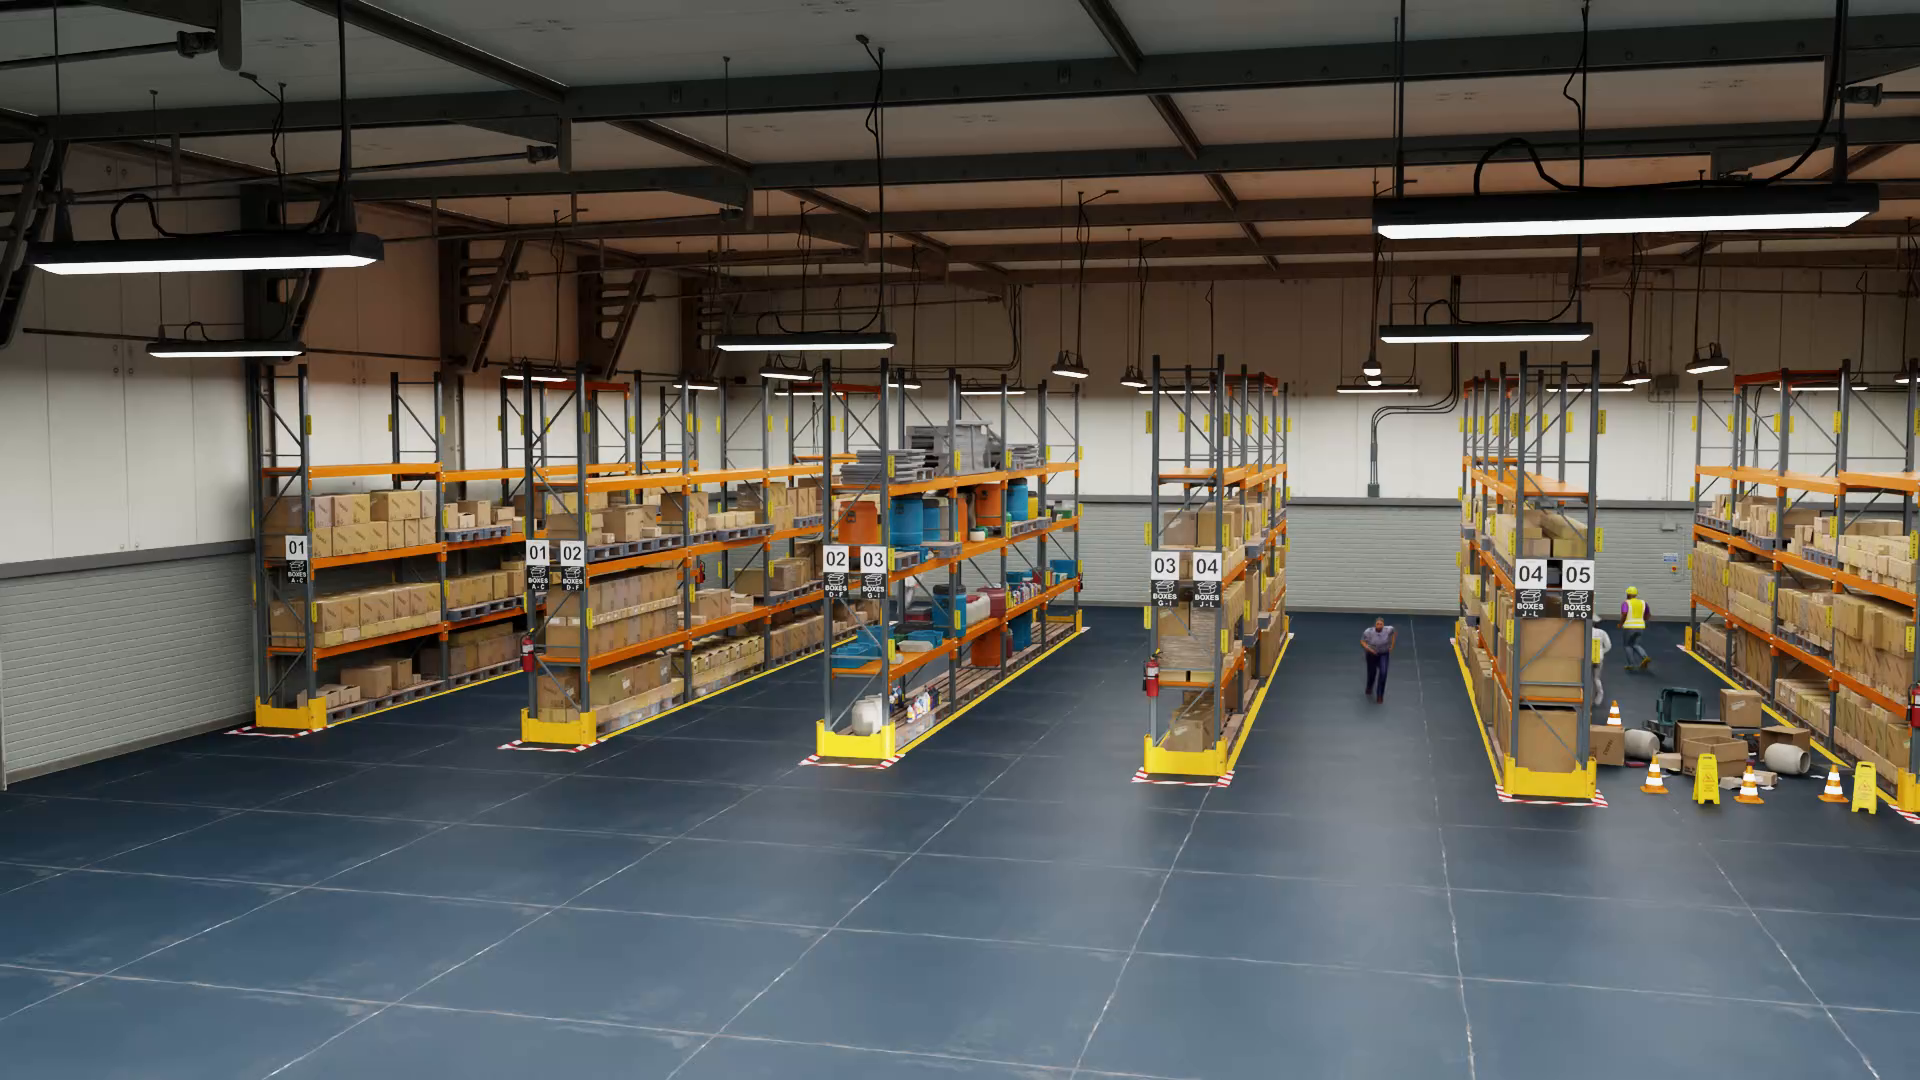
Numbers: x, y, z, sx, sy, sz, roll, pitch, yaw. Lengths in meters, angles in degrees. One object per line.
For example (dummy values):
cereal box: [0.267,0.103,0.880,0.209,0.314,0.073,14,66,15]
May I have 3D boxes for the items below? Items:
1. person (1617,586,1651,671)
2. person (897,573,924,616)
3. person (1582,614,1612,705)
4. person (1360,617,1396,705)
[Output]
person: [13.797,1.819,33.927,0.696,1.714,0.767,-1,4,-8]
person: [-1.298,1.178,43.063,0.710,1.729,0.545,0,4,-3]
person: [11.324,2.151,29.689,0.613,1.639,0.640,1,4,8]
person: [7.575,2.168,30.223,0.651,1.598,0.970,0,4,3]
